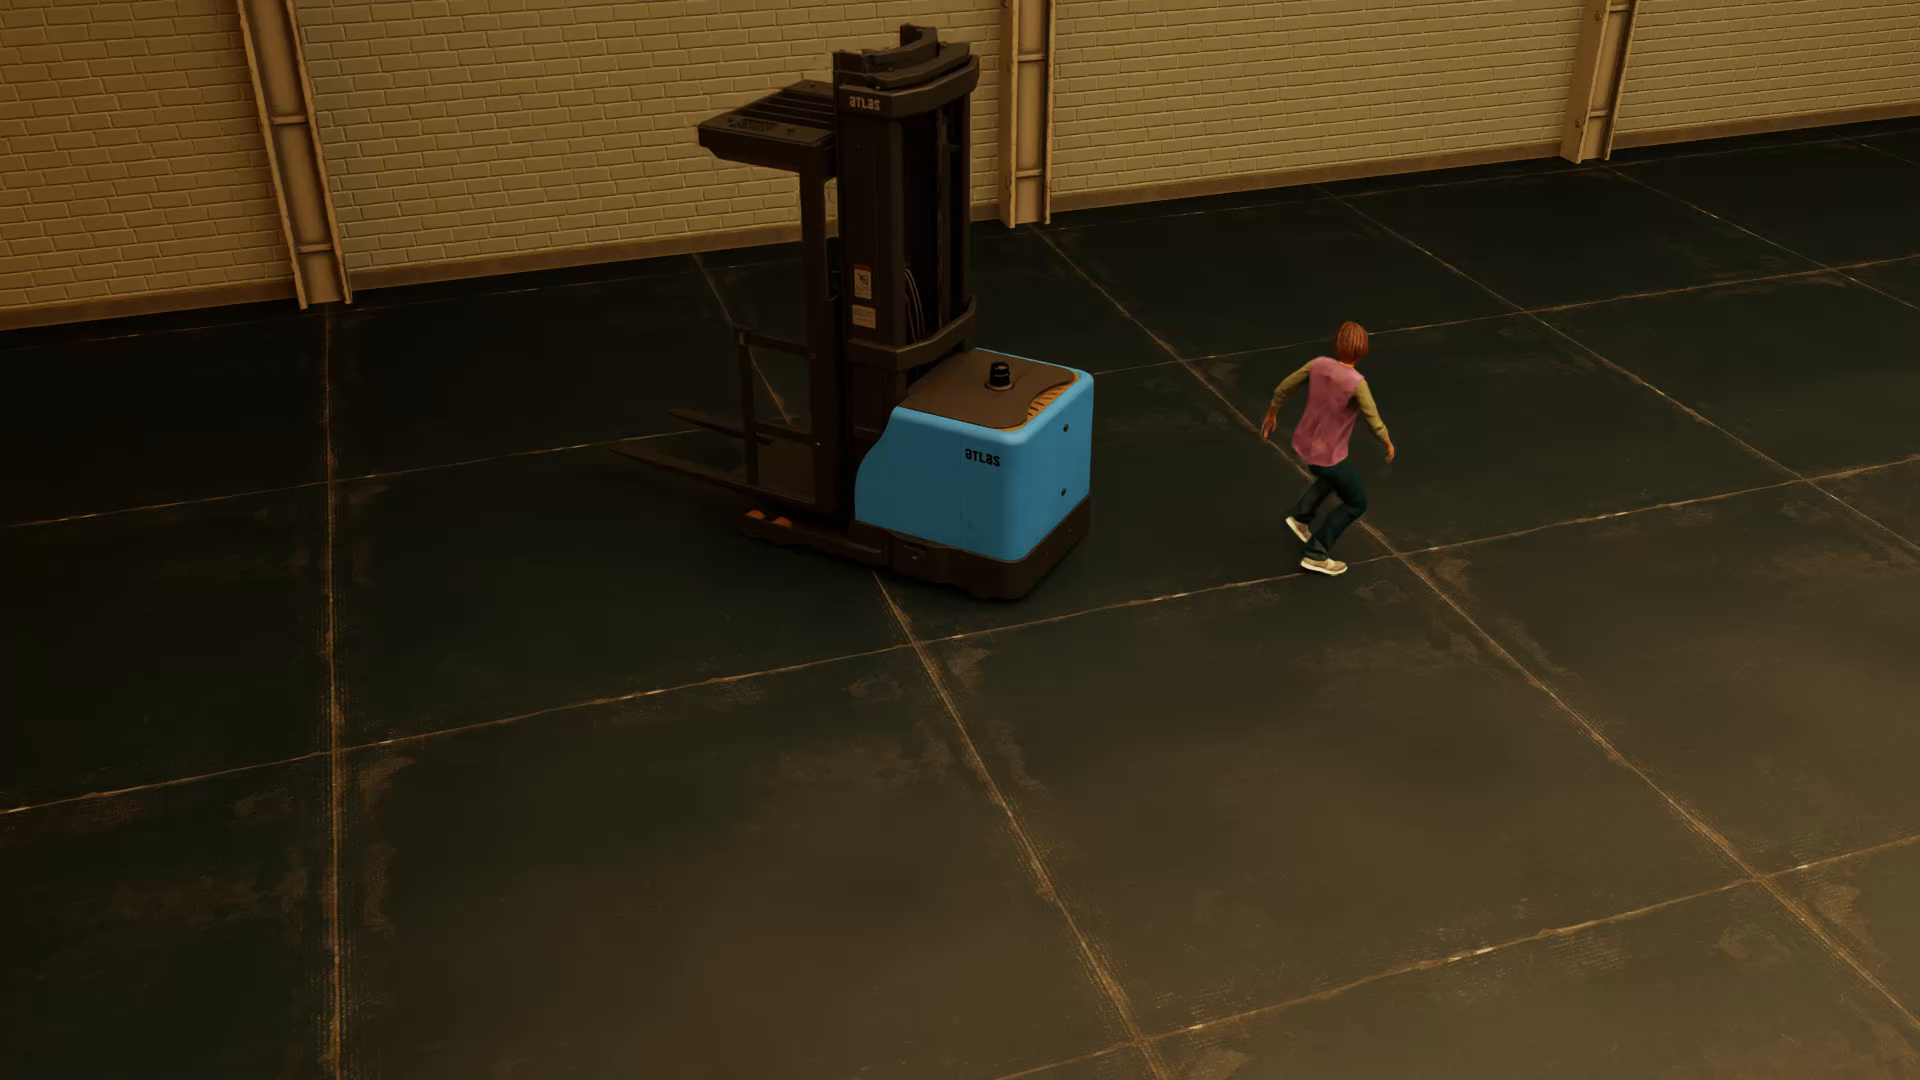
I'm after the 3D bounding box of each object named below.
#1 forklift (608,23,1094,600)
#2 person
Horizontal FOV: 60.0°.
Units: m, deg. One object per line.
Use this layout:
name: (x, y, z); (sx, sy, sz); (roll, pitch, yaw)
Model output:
forklift: (-0.757, -1.449, 9.606); (3.031, 2.935, 1.130); (15, 33, 25)
person: (2.116, -0.536, 9.453); (0.580, 1.514, 0.648); (-12, 32, -19)
